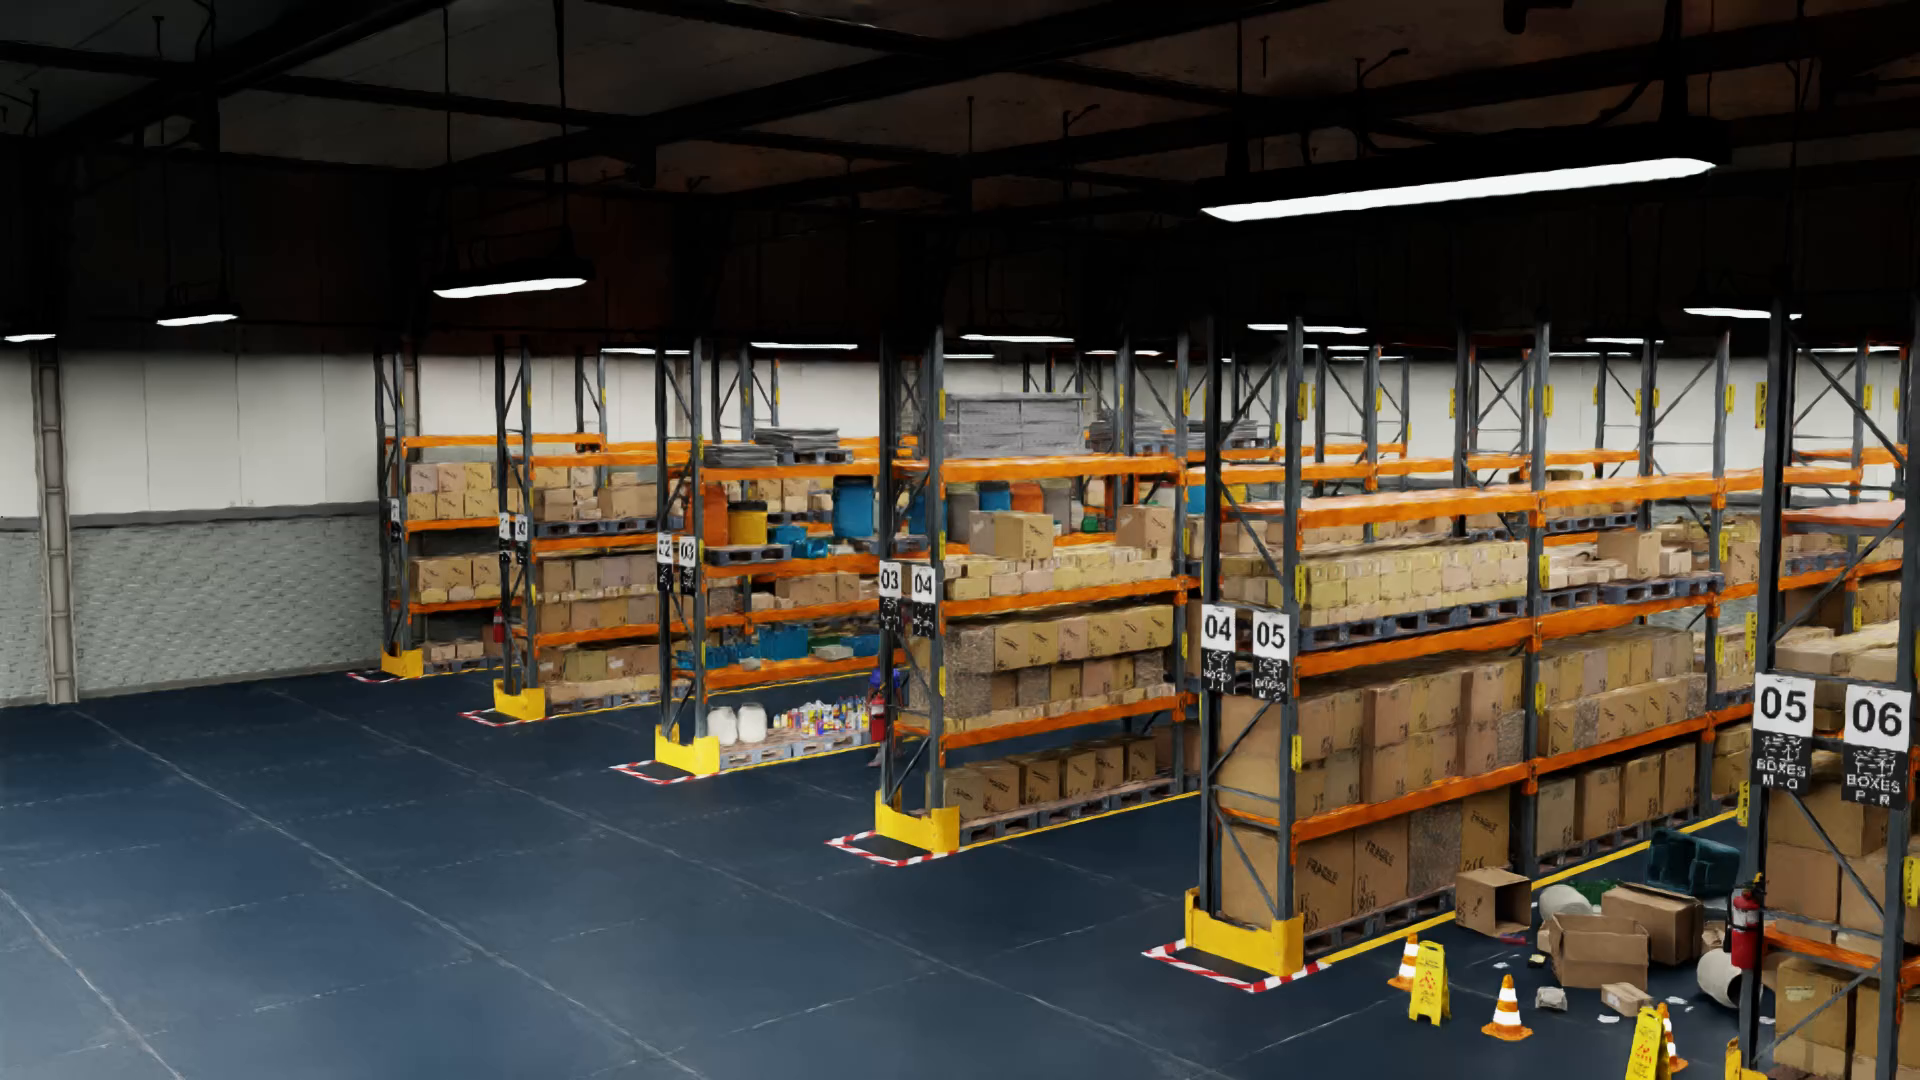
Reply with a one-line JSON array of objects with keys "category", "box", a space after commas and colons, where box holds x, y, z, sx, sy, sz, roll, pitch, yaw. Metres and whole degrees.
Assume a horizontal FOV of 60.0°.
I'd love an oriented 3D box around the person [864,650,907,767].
[{"category": "person", "box": [-1.037, 2.275, 22.900, 0.443, 1.587, 0.997, 4, 7, 41]}]
